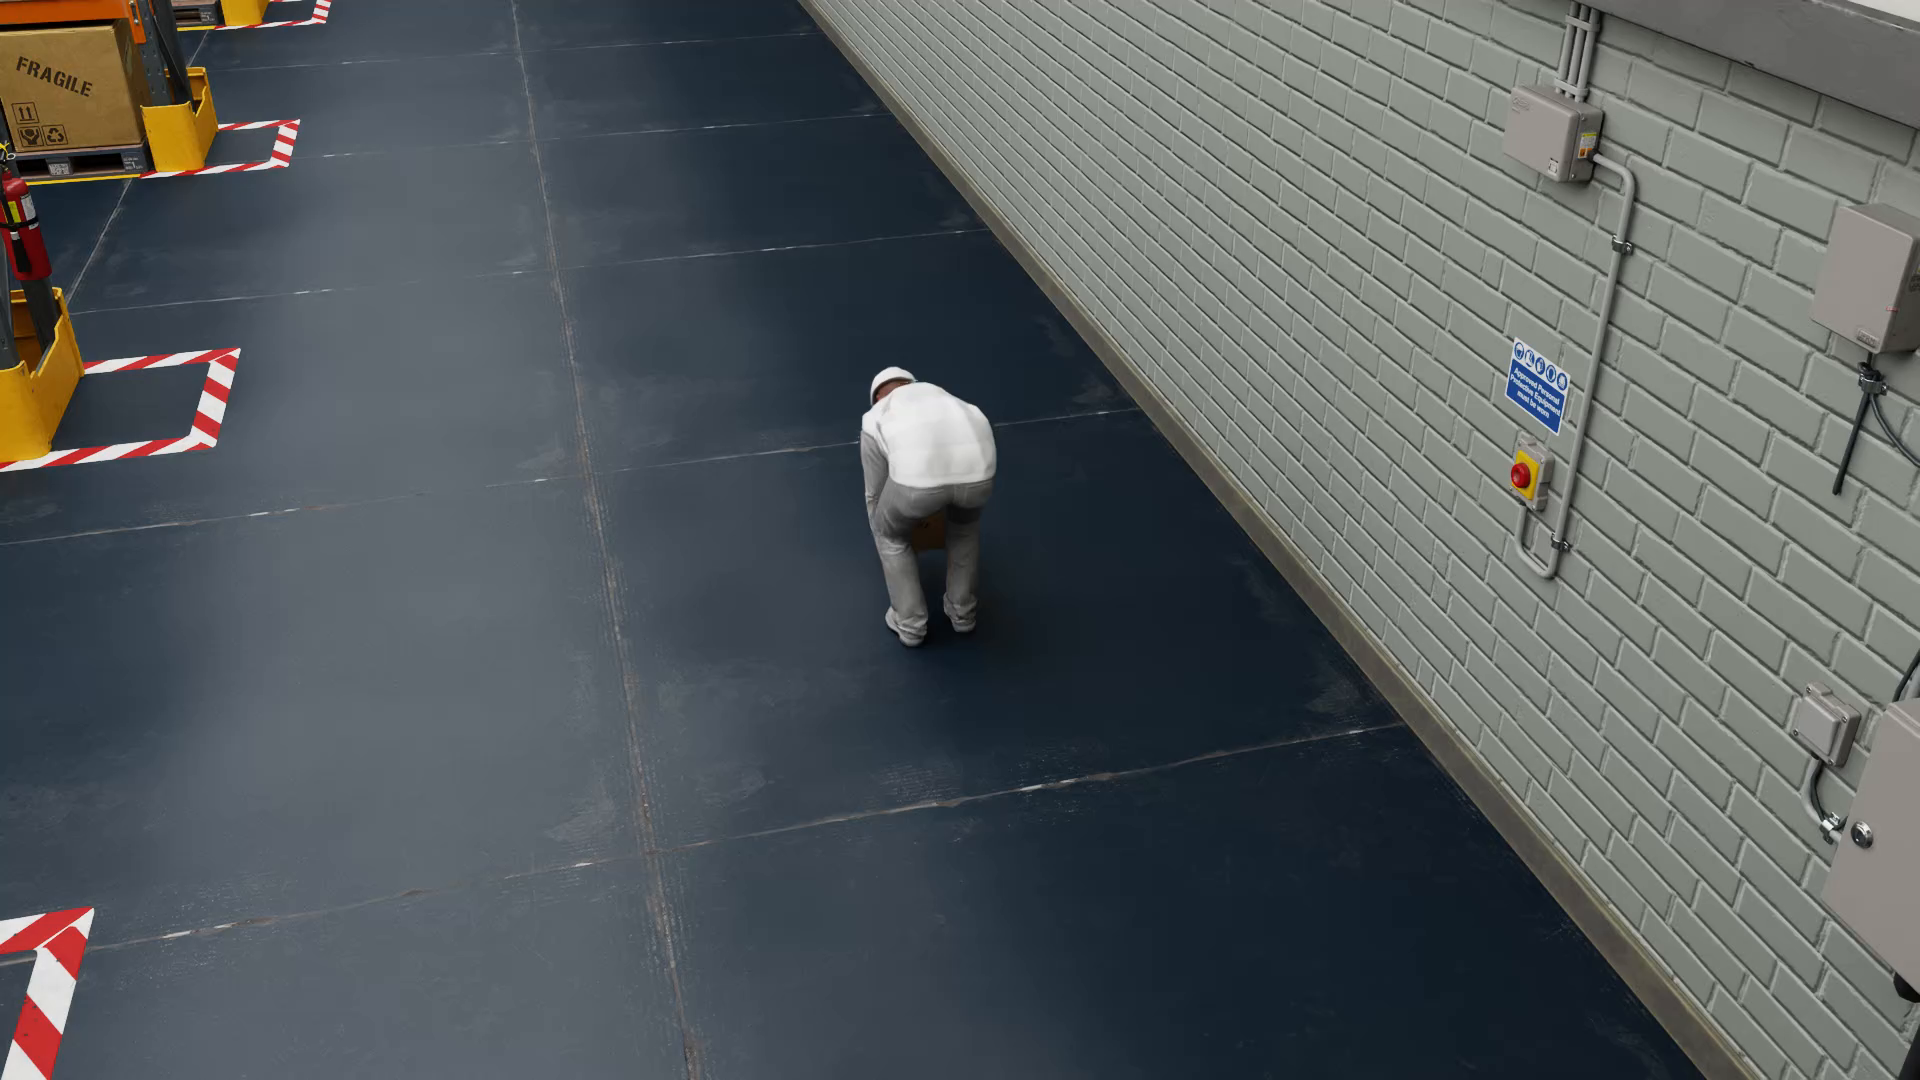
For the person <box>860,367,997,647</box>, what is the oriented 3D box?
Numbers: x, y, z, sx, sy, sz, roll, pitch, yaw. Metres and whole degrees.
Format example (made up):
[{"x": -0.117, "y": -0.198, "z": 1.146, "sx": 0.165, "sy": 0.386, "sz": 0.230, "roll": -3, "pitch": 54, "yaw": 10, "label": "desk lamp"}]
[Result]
[{"x": -0.176, "y": -0.194, "z": 7.132, "sx": 0.477, "sy": 1.078, "sz": 1.011, "roll": -9, "pitch": 31, "yaw": -15, "label": "person"}]
